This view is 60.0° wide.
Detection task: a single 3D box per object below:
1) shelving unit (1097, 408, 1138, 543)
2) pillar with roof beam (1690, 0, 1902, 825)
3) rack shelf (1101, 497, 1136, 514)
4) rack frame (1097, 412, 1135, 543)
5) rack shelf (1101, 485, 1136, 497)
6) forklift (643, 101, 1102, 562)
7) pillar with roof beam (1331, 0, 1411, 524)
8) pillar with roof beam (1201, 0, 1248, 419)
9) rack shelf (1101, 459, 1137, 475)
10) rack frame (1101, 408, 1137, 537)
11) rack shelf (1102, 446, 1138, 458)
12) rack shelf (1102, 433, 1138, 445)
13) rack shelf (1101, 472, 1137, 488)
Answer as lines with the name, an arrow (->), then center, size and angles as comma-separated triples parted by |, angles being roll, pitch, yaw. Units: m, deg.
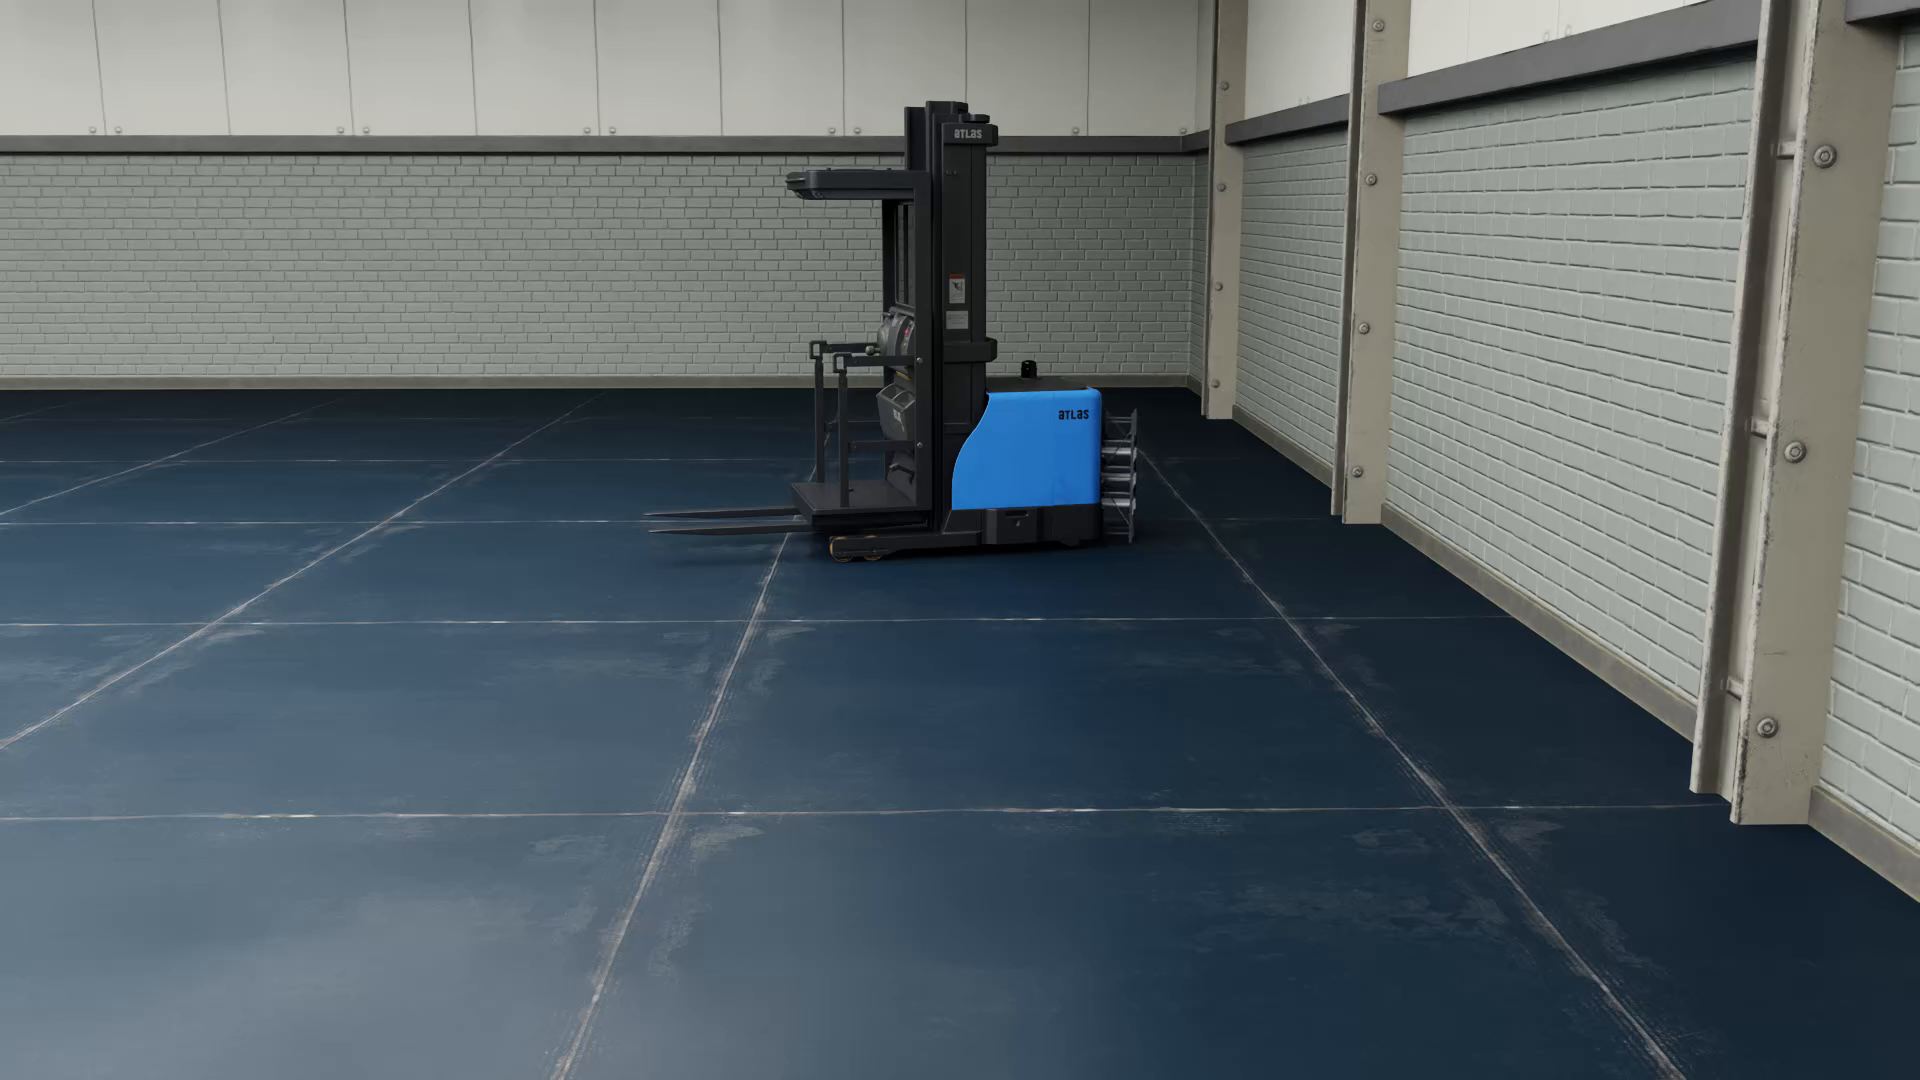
shelving unit -> 1.087, -0.448, 11.504 | 0.258, 0.900, 0.210 | 2, 12, 11
pillar with roof beam -> -1.227, -3.360, 5.487 | 9.100, 9.000, 0.400 | 0, 11, -1
rack shelf -> 1.087, -0.239, 11.546 | 0.258, 0.077, 0.200 | 2, 12, 11
rack frame -> 1.068, -0.428, 11.406 | 0.240, 0.900, 0.006 | 2, 12, 11
rack shelf -> 1.087, -0.327, 11.528 | 0.258, 0.077, 0.200 | 2, 12, 11
forklift -> -0.611, -1.407, 11.123 | 3.031, 2.935, 1.130 | -3, 12, -13
pillar with roof beam -> -1.351, -4.552, 11.366 | 9.100, 9.000, 0.400 | 0, 11, -1
pillar with roof beam -> -1.475, -5.745, 17.244 | 9.100, 9.000, 0.400 | 0, 11, -1
rack shelf -> 1.087, -0.503, 11.492 | 0.258, 0.077, 0.200 | 2, 12, 11
rack frame -> 1.106, -0.468, 11.602 | 0.240, 0.900, 0.006 | 2, 12, 11
rack shelf -> 1.087, -0.592, 11.474 | 0.258, 0.077, 0.200 | 2, 12, 11
rack shelf -> 1.087, -0.680, 11.457 | 0.258, 0.077, 0.200 | 2, 12, 11
rack shelf -> 1.087, -0.415, 11.510 | 0.258, 0.077, 0.200 | 2, 12, 11
